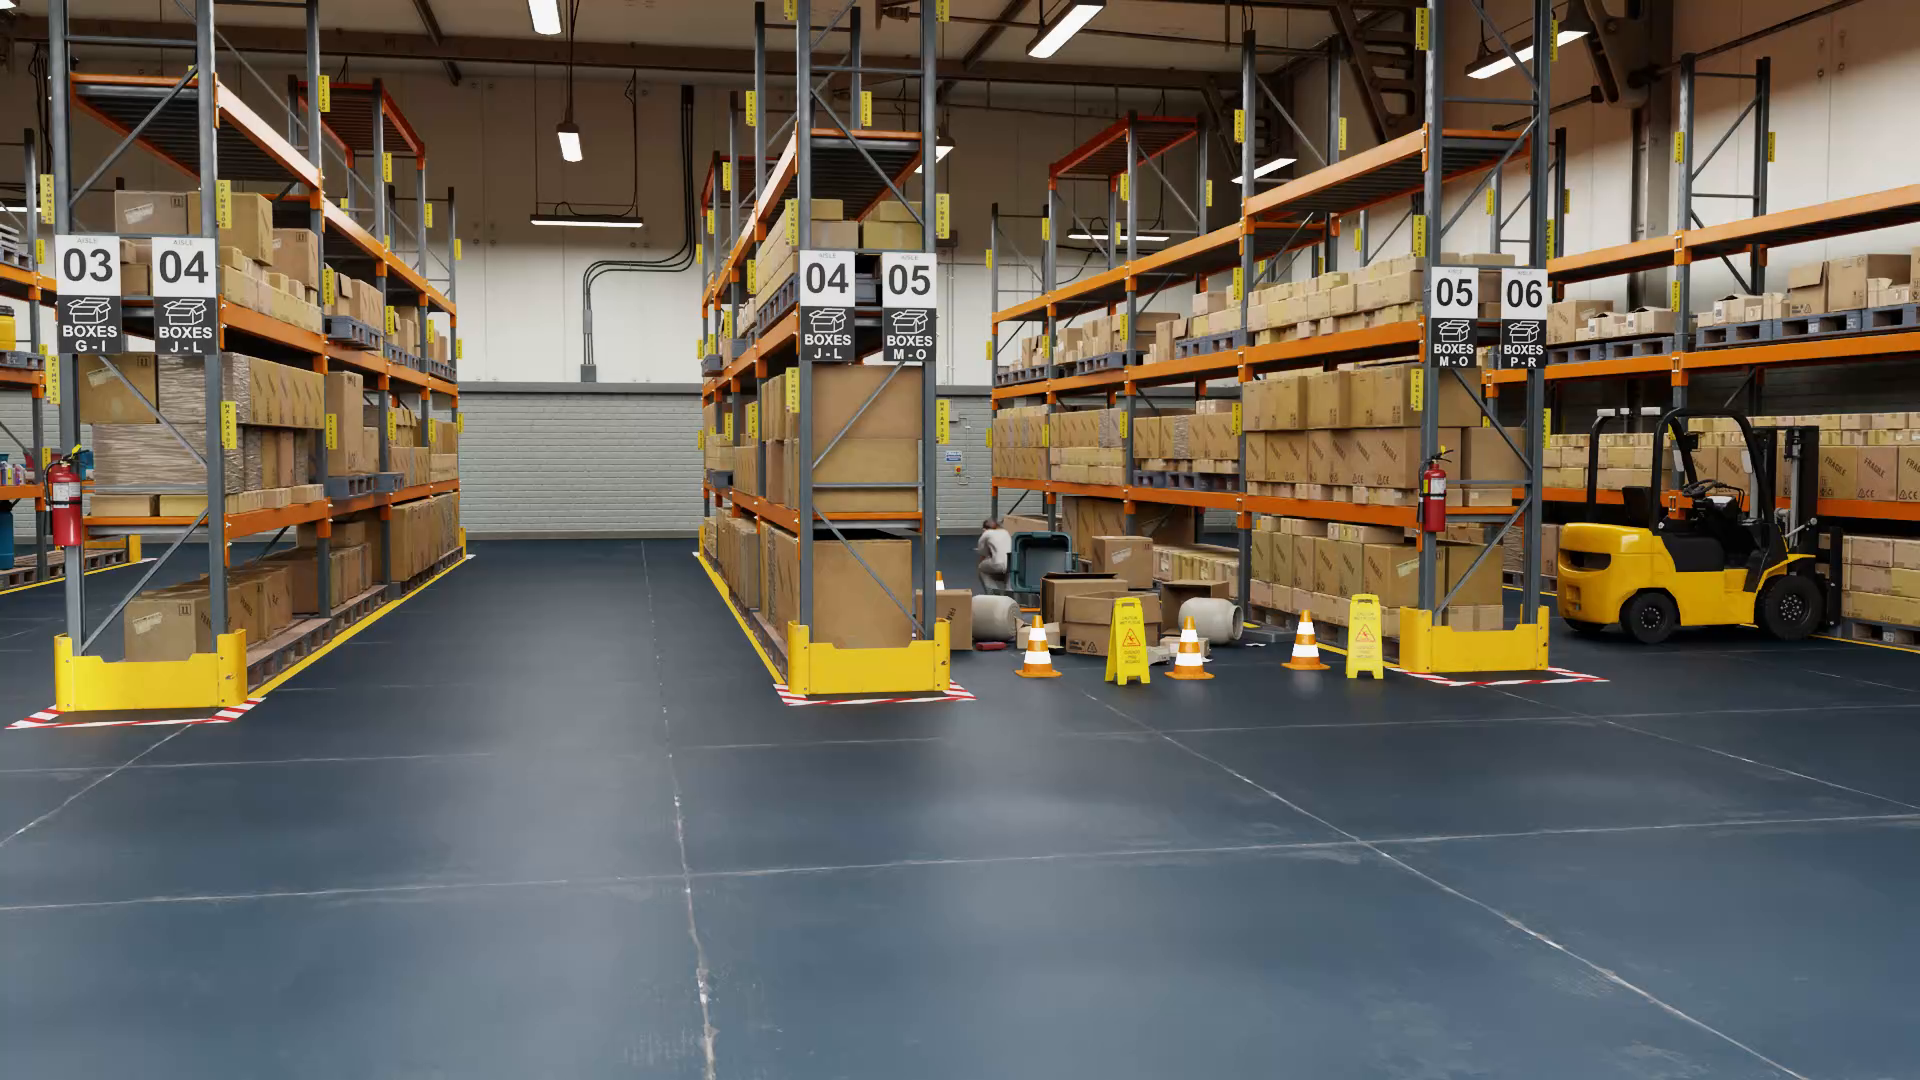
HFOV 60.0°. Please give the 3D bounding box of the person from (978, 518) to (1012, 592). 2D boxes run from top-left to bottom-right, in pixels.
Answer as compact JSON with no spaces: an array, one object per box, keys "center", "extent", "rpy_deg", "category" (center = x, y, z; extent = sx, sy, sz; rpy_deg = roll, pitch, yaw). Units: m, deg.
[{"center":[0.451,0.229,19.652],"extent":[0.456,0.956,0.802],"rpy_deg":[-1,3,-13],"category":"person"}]
